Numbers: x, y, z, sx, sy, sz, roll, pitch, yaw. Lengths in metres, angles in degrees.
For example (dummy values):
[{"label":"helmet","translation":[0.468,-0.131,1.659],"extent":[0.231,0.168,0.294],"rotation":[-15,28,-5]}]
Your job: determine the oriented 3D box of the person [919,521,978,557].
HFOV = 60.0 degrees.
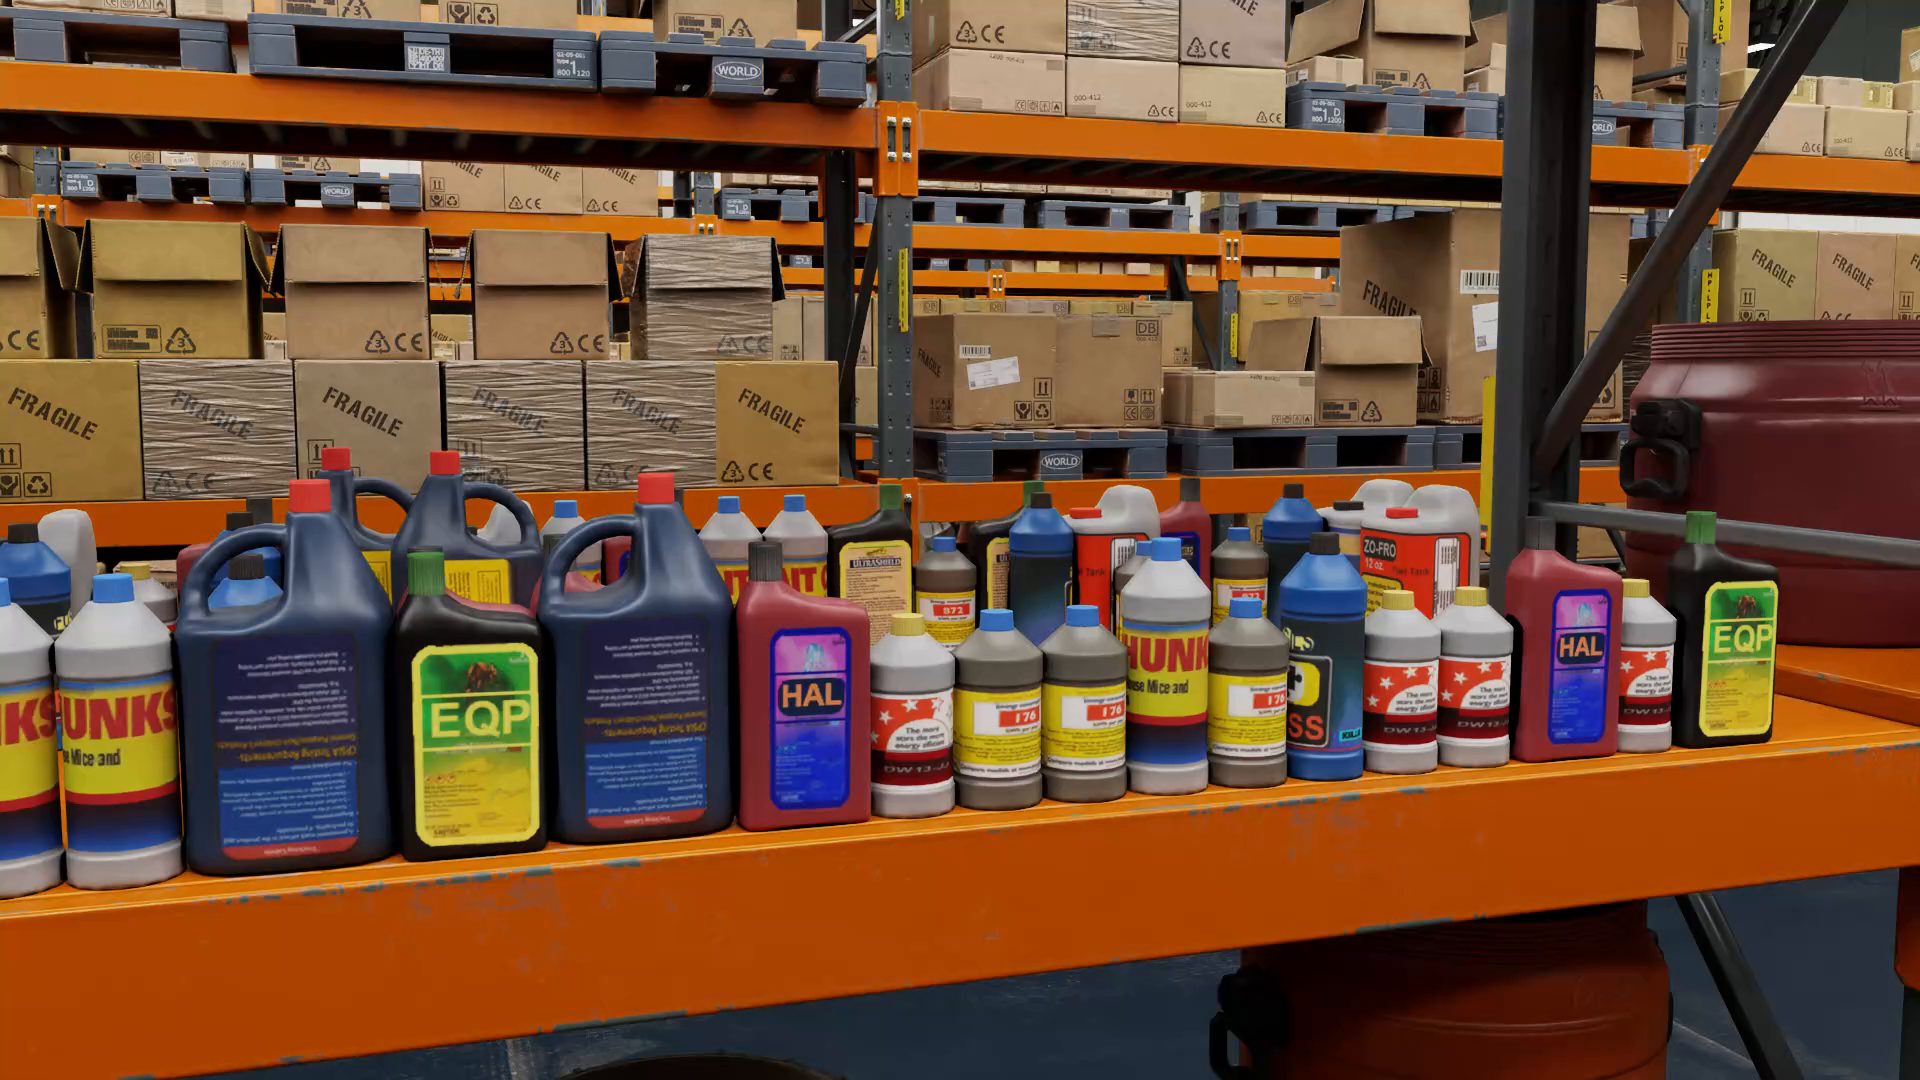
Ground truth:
[{"label":"person","translation":[-0.035,-0.002,8.910],"extent":[0.391,1.739,0.531],"rotation":[-2,6,-18]}]
